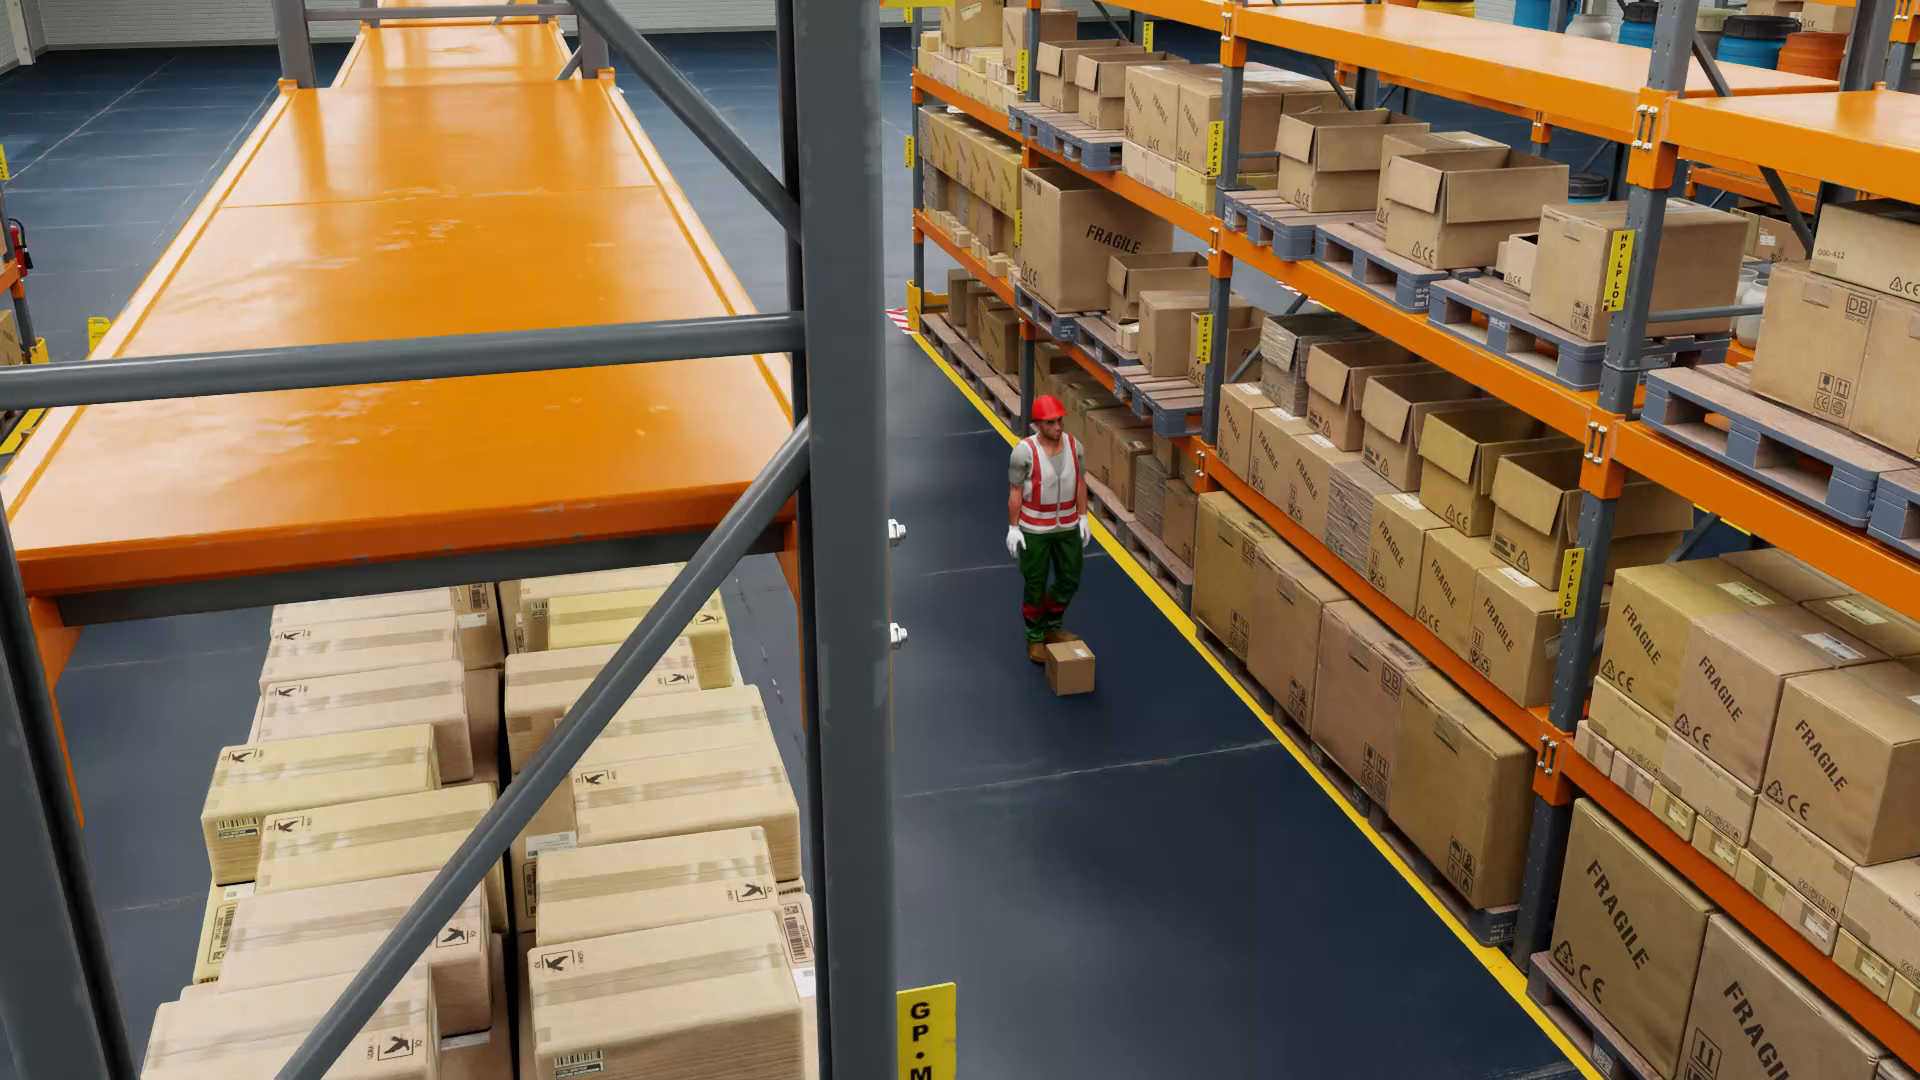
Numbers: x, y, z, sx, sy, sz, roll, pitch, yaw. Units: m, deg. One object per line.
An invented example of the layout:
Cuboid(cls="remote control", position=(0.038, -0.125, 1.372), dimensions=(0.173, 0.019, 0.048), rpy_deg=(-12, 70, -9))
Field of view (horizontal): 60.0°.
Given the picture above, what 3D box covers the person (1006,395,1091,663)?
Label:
Cuboid(cls="person", position=(0.568, -0.088, 10.808), dimensions=(0.573, 1.791, 0.386), rpy_deg=(-9, 24, -21))
